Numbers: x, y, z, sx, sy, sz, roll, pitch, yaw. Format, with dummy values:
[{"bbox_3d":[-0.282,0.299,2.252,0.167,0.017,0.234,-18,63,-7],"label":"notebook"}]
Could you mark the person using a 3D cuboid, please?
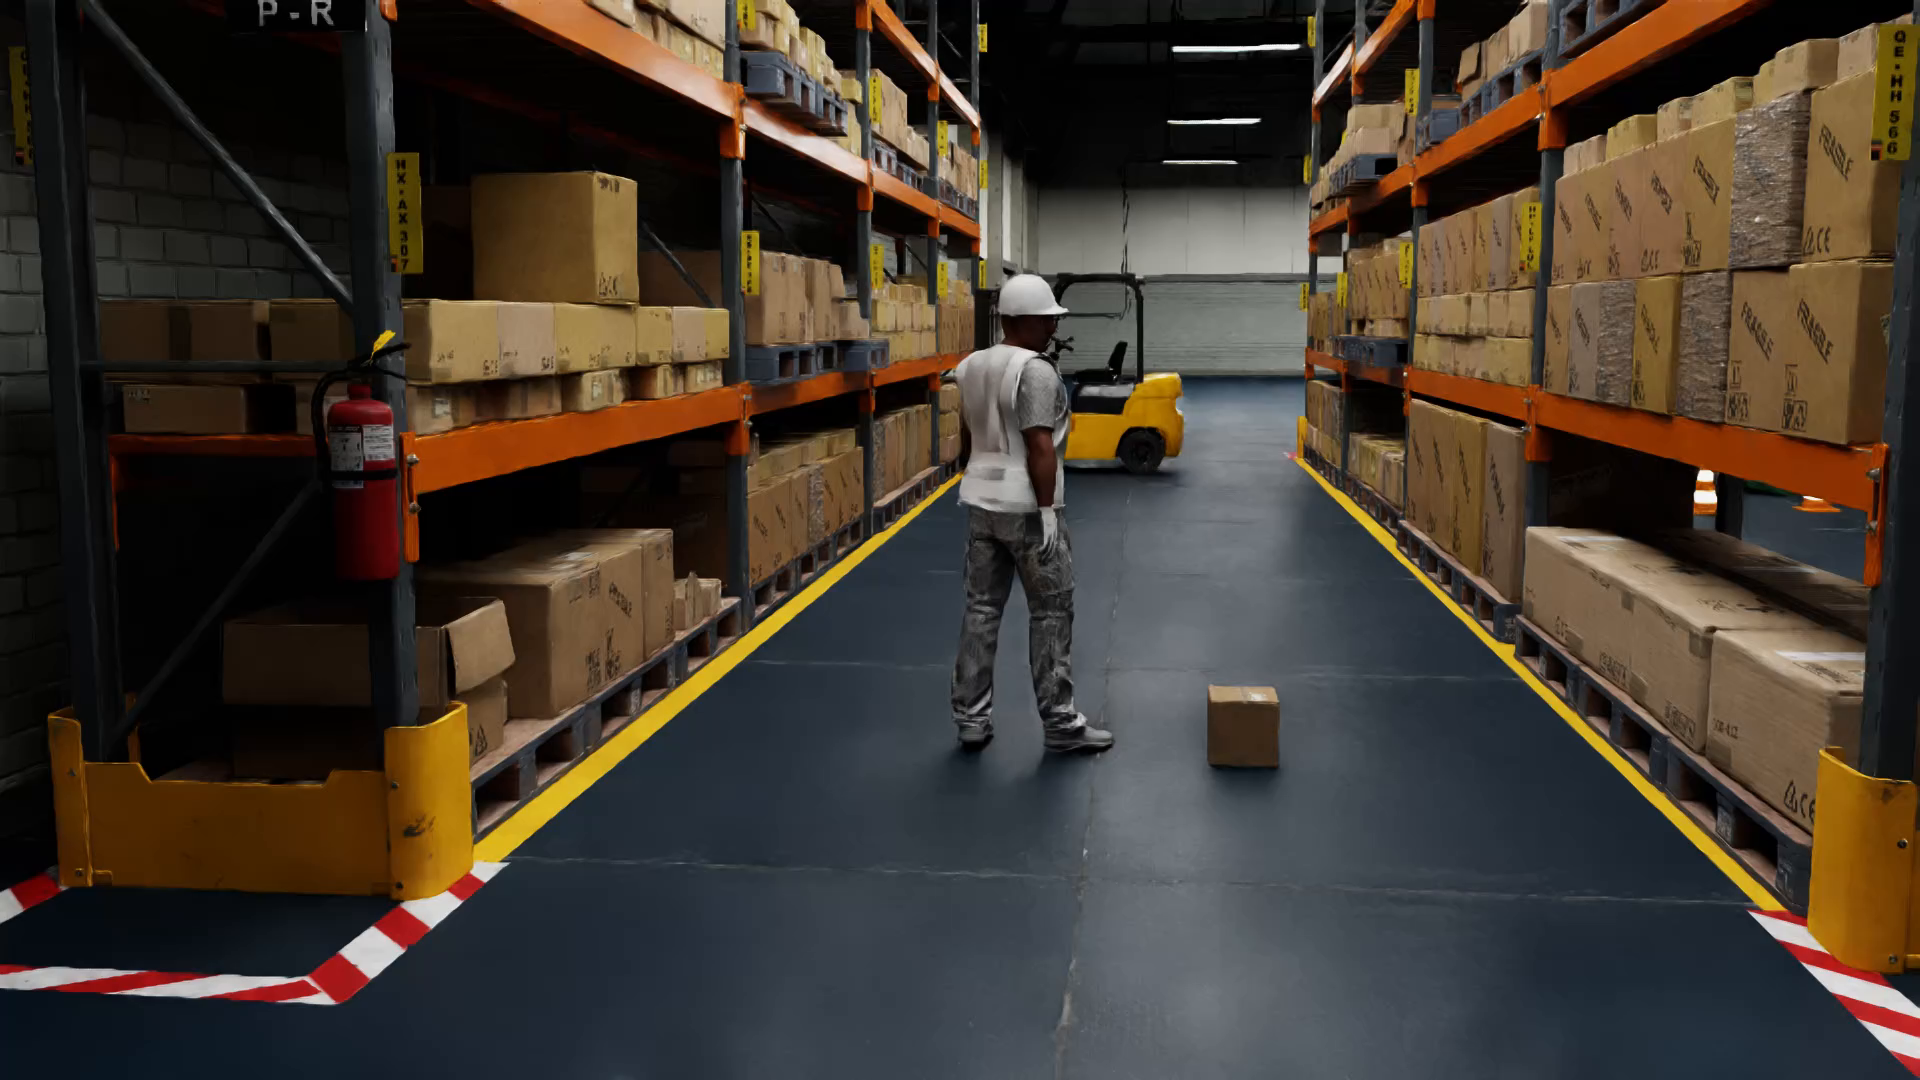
[{"bbox_3d":[0.241,-0.106,6.354,0.505,1.796,0.593,-7,10,-41],"label":"person"}]
